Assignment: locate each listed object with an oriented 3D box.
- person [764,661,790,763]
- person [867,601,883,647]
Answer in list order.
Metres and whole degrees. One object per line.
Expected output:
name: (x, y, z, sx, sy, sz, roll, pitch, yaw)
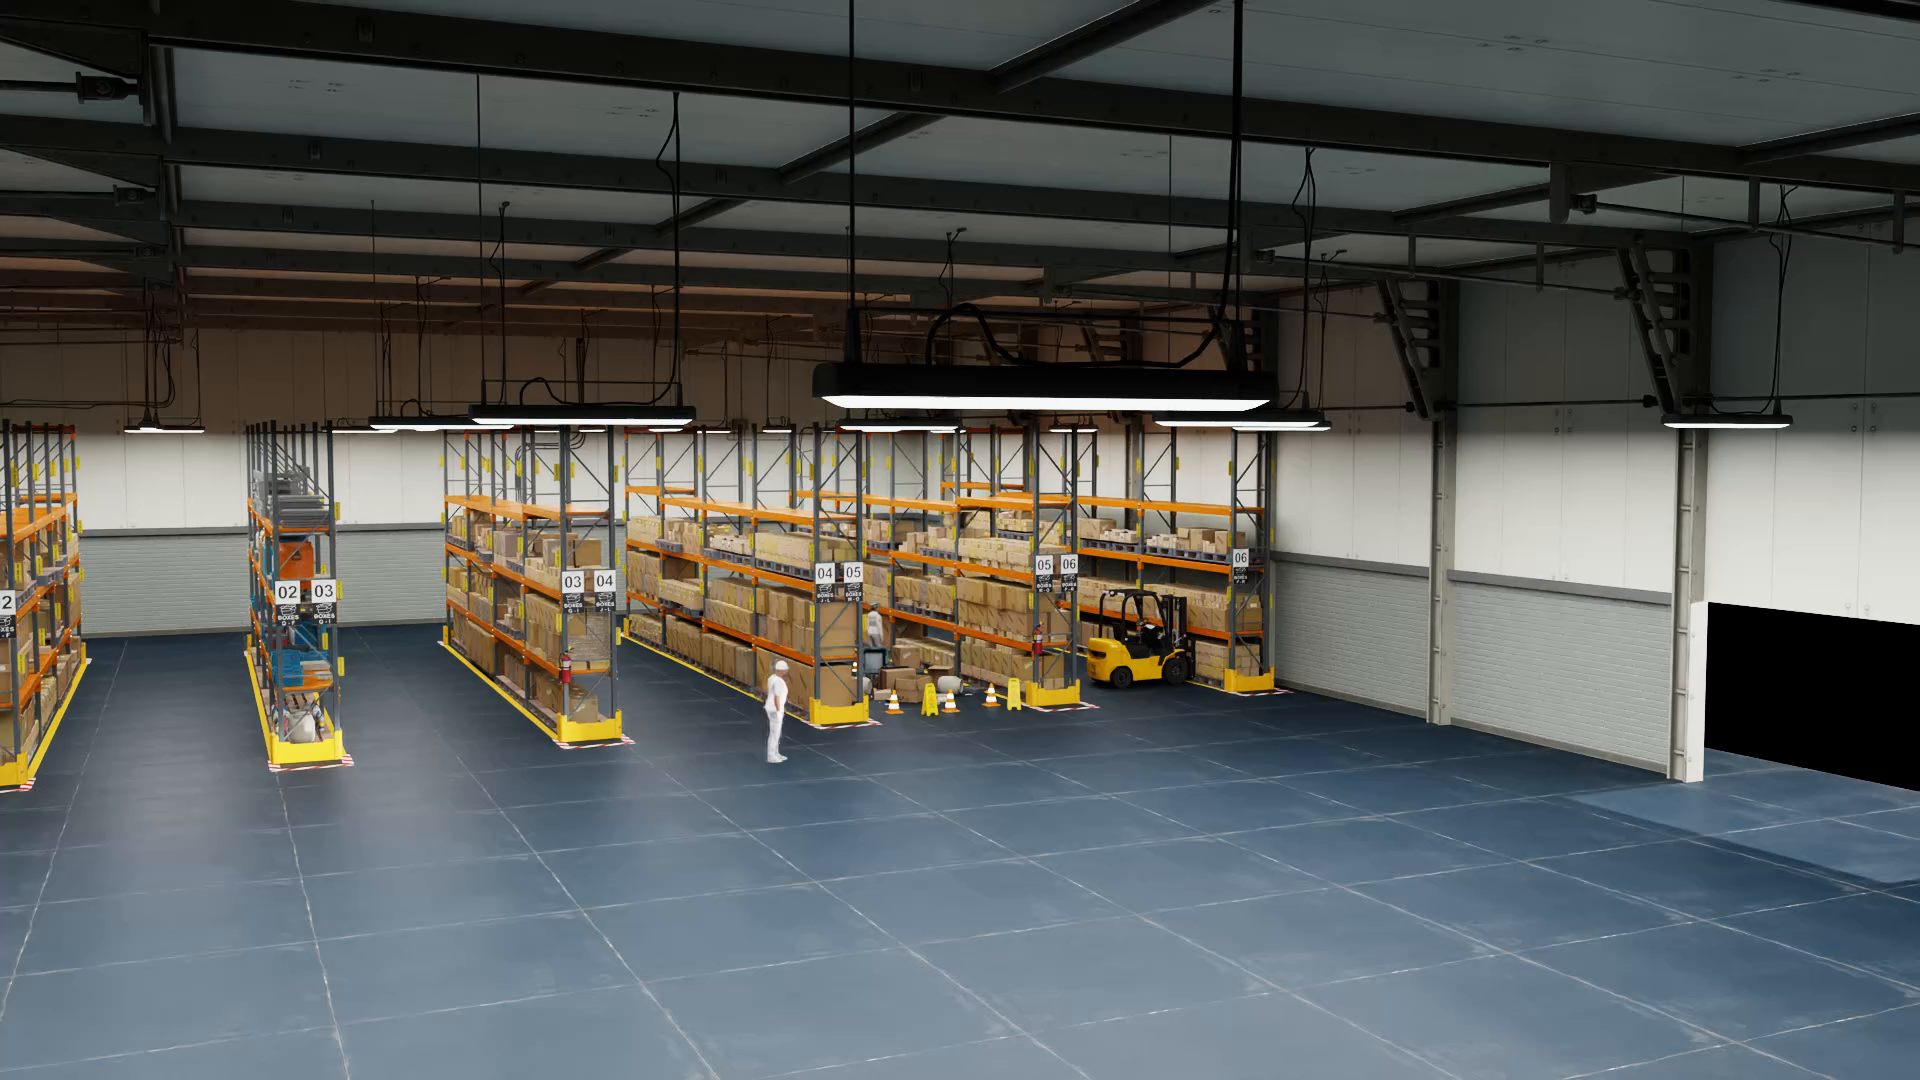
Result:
person: (-3.206, 3.009, 29.219, 0.450, 1.790, 0.585, -1, 4, -11)
person: (-2.052, 2.337, 40.579, 0.539, 1.683, 0.373, 3, 5, 43)
